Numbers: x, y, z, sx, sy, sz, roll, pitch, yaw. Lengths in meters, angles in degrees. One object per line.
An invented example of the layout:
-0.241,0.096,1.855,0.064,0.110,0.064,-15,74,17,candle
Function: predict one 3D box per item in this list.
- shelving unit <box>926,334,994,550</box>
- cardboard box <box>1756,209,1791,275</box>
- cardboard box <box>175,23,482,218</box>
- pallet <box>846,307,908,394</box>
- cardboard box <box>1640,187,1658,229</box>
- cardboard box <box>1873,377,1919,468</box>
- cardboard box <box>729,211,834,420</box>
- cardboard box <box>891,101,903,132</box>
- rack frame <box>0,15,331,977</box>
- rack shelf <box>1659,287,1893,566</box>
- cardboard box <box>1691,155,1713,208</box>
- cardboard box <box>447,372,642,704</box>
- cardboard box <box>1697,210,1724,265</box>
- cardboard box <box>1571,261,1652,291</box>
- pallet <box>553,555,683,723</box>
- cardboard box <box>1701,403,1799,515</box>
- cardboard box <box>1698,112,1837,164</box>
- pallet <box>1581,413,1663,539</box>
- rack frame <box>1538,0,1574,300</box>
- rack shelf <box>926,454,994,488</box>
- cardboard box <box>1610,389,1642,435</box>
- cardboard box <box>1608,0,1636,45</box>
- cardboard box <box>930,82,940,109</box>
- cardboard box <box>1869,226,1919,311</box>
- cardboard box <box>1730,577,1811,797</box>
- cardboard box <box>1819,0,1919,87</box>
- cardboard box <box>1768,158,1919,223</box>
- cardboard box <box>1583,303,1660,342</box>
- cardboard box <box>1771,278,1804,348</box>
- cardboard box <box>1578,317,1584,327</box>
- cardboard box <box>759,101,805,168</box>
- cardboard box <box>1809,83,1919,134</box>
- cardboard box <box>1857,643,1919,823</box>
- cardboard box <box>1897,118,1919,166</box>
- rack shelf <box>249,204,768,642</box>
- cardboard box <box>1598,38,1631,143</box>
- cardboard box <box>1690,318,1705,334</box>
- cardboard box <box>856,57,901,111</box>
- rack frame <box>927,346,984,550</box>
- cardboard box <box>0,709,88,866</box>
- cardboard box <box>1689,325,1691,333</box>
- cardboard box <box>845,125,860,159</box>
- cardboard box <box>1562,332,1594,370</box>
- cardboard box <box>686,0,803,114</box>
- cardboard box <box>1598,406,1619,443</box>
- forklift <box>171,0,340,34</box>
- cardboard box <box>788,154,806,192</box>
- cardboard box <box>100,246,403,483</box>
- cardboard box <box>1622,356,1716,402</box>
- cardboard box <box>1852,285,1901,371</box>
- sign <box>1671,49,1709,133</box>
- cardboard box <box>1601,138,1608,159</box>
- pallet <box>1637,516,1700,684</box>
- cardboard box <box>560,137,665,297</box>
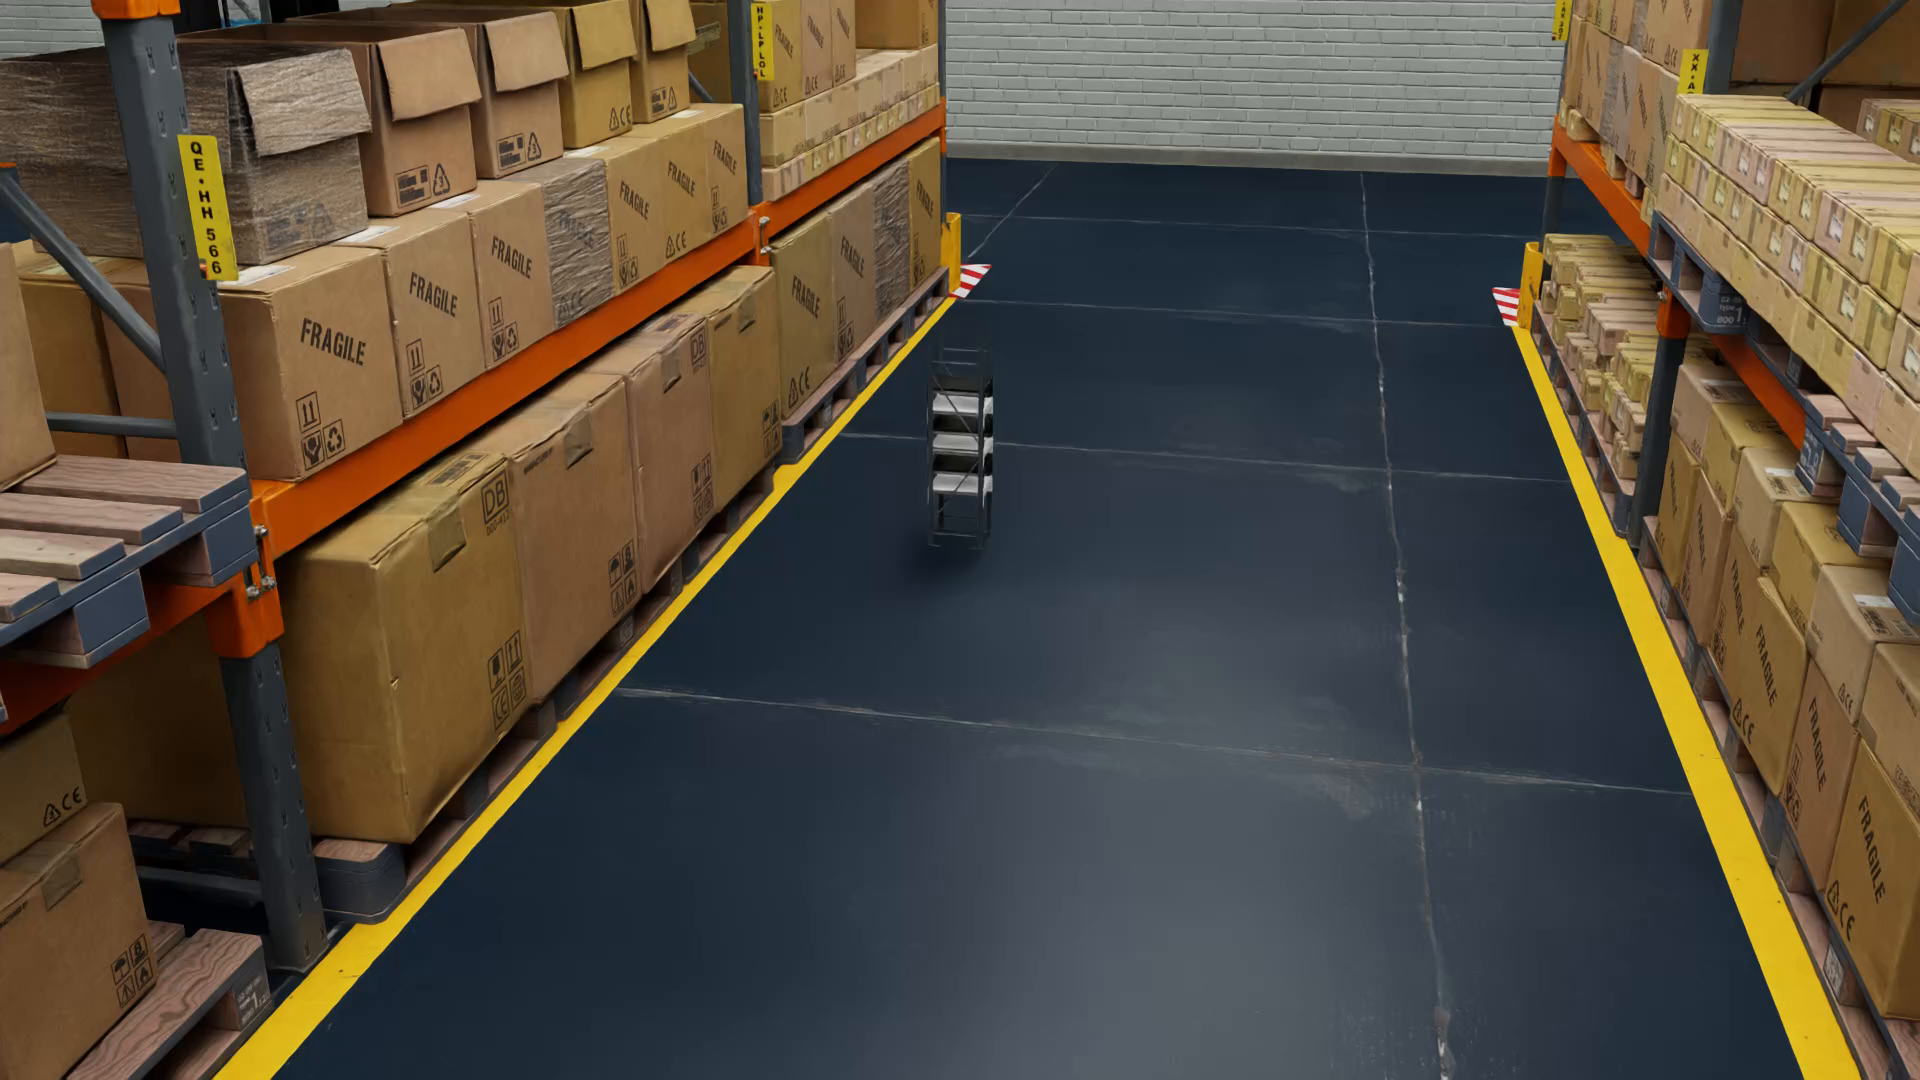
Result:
0.002,-0.420,7.193,0.258,0.900,0.210,4,22,11,shelving unit
2.575,-0.866,4.866,0.380,0.149,0.250,4,22,10,cardboard box
-1.928,-1.299,5.088,0.797,0.503,0.637,5,22,12,cardboard box
-0.934,-1.172,9.982,1.003,0.211,1.213,4,22,11,pallet
3.197,-1.440,7.249,0.380,0.149,0.250,4,22,9,cardboard box
2.309,-0.253,3.740,0.380,0.149,0.250,4,22,11,cardboard box
-1.200,-1.191,8.577,0.875,0.875,0.875,4,22,11,cardboard box
-0.554,-2.564,10.040,0.380,0.149,0.250,4,22,10,cardboard box
-2.229,-0.283,4.042,1.000,3.000,0.127,4,22,11,rack frame
3.014,-0.266,4.962,1.077,0.370,4.000,4,22,11,rack shelf
2.788,-1.249,5.816,0.380,0.149,0.250,5,22,12,cardboard box
-1.878,-0.069,5.791,1.225,0.875,0.875,5,22,11,cardboard box
2.734,-1.016,5.635,0.380,0.149,0.250,5,22,11,cardboard box
3.714,-1.487,9.489,0.380,0.149,0.250,3,22,8,cardboard box
-1.743,0.283,6.369,1.003,0.211,1.213,4,22,11,pallet
2.907,-0.269,5.787,0.500,0.250,0.500,5,22,12,cardboard box
2.786,-1.381,5.744,0.380,0.149,0.250,5,22,11,cardboard box
3.525,-0.286,7.781,1.003,0.211,1.213,4,22,11,pallet
4.239,-2.794,10.276,1.000,3.000,0.127,4,22,11,rack frame
0.002,-0.306,7.239,0.258,0.077,0.200,4,22,11,rack shelf
3.218,-0.581,7.637,0.380,0.149,0.250,3,22,8,cardboard box
3.562,-2.738,8.267,0.500,0.500,0.500,4,22,9,cardboard box
-0.347,-2.937,10.968,0.380,0.149,0.250,5,22,12,cardboard box
2.364,-0.624,3.866,0.380,0.149,0.250,5,23,13,cardboard box
2.686,0.451,5.001,0.500,0.500,0.500,3,22,9,cardboard box
3.753,-2.126,6.747,0.500,0.500,0.500,5,22,12,cardboard box
2.577,-1.005,4.811,0.380,0.149,0.250,5,23,13,cardboard box
3.434,-1.112,8.558,0.380,0.149,0.250,4,22,9,cardboard box
2.524,-0.631,4.679,0.380,0.149,0.250,5,23,13,cardboard box
3.686,-1.251,9.299,0.380,0.149,0.250,3,22,8,cardboard box
-1.060,-1.967,8.024,0.500,0.250,0.500,4,22,10,cardboard box
3.770,-1.678,6.972,0.500,0.500,0.500,4,22,10,cardboard box
2.489,0.478,3.931,0.500,0.250,0.500,4,22,10,cardboard box
3.423,-1.331,5.621,0.380,0.149,0.250,4,22,9,cardboard box
-1.821,-0.681,5.993,1.077,0.370,4.000,4,22,11,rack shelf
3.582,-2.273,8.449,0.500,0.500,0.500,4,22,10,cardboard box
3.951,-1.072,8.458,0.380,0.149,0.250,4,22,9,cardboard box
-0.643,-2.709,9.866,0.500,0.250,0.500,4,22,9,cardboard box
-0.019,-0.383,7.101,0.240,0.900,0.006,4,22,11,rack frame
-2.336,0.571,3.673,0.500,0.250,0.500,5,23,13,cardboard box
4.142,-1.117,8.967,0.380,0.149,0.250,6,23,14,cardboard box
-0.763,-2.187,9.104,0.380,0.149,0.250,5,22,12,cardboard box
3.547,-1.036,9.164,0.380,0.149,0.250,3,22,8,cardboard box
-1.065,-2.318,7.893,0.500,0.500,0.500,4,22,11,cardboard box
3.294,-0.563,7.991,0.380,0.149,0.250,4,22,9,cardboard box
-3.996,-2.132,8.725,3.031,2.935,1.130,11,24,25,forklift
-0.973,-1.809,8.166,0.380,0.149,0.250,4,22,9,cardboard box
-1.863,-0.487,4.413,0.500,0.500,0.500,5,22,12,cardboard box
3.253,-0.726,7.599,0.380,0.149,0.250,5,22,12,cardboard box
2.365,-0.494,3.941,0.380,0.149,0.250,5,22,12,cardboard box
2.890,-1.771,6.578,0.100,0.325,0.005,4,22,11,sign
3.657,-2.103,8.896,0.380,0.149,0.250,4,22,10,cardboard box
3.265,0.247,6.458,1.003,0.211,1.213,4,22,11,pallet
-1.448,-1.229,6.256,0.500,0.500,0.500,4,22,10,cardboard box
